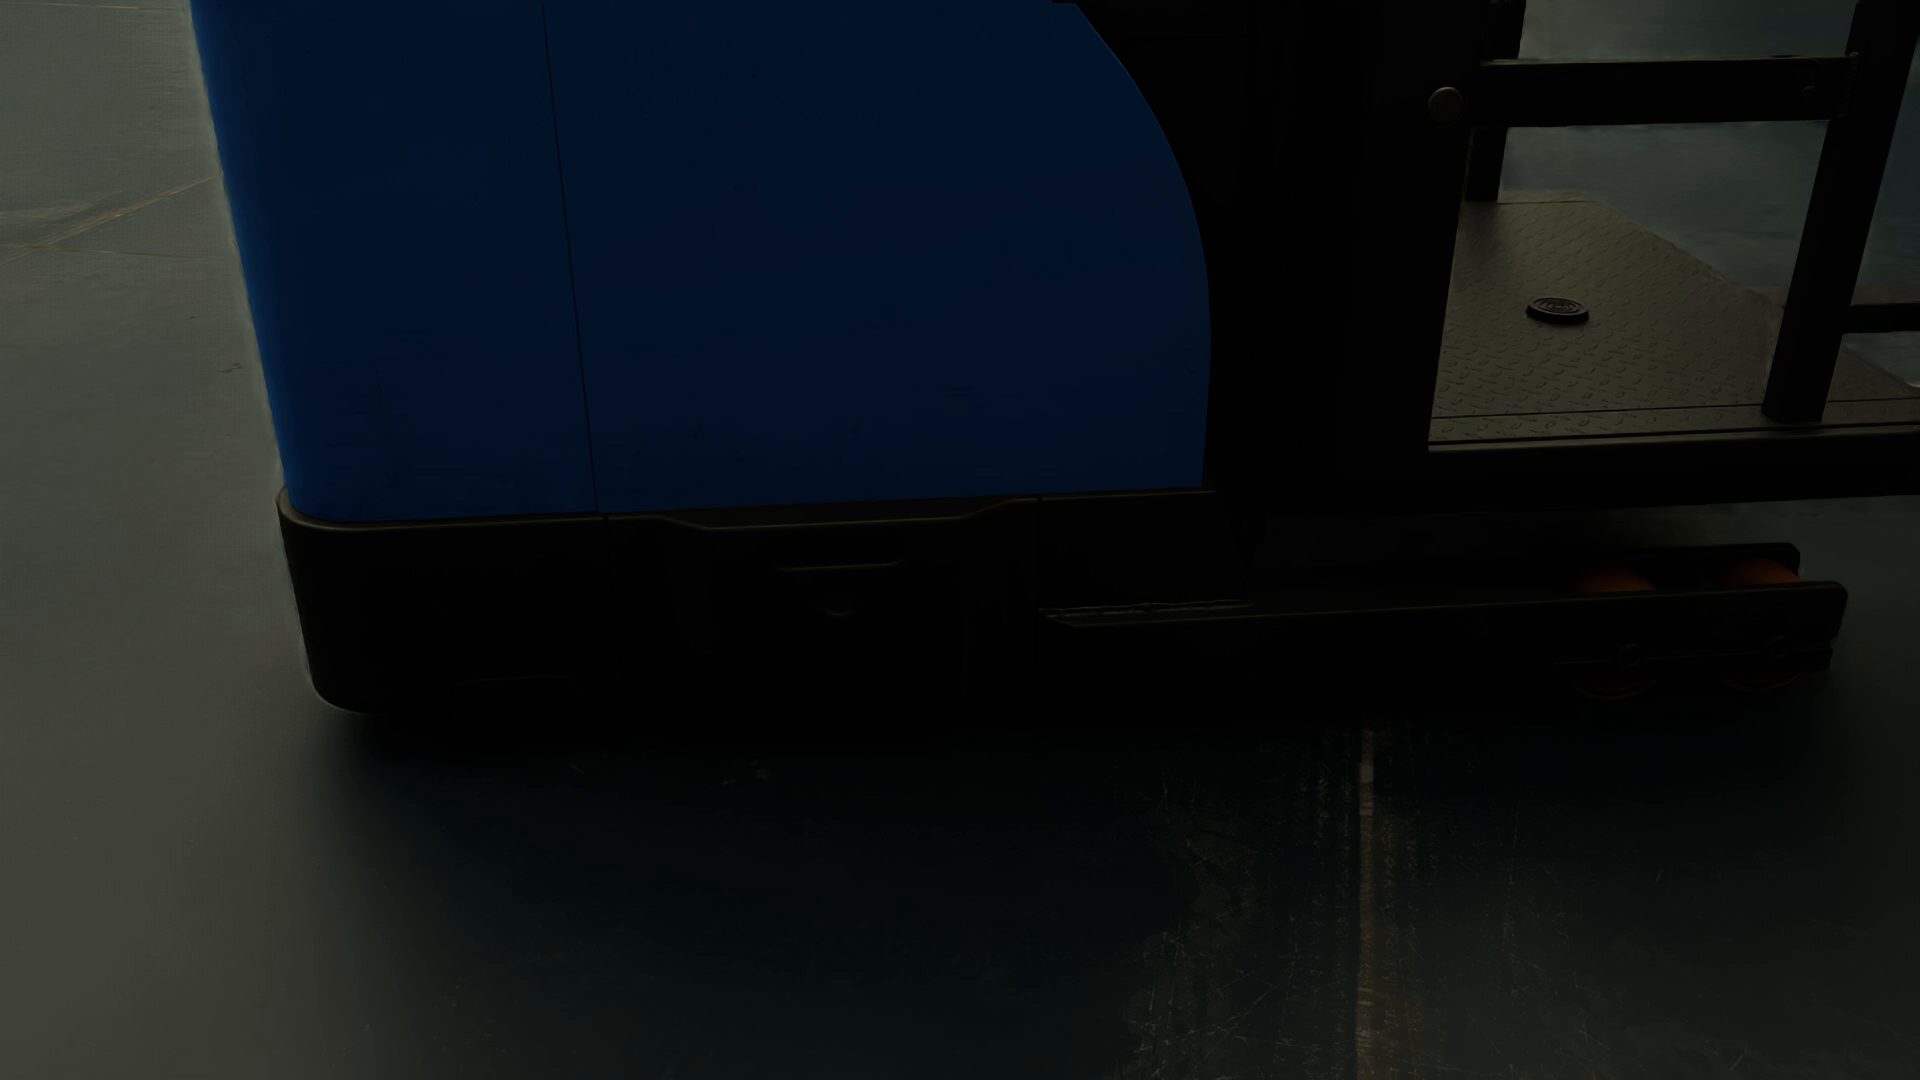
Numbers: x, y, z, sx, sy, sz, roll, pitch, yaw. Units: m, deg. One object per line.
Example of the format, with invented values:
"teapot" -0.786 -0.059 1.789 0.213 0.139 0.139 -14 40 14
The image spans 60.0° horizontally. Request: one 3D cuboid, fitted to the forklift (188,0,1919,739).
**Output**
"forklift" 0.680 -1.342 1.905 3.031 2.935 1.130 -3 27 -5
